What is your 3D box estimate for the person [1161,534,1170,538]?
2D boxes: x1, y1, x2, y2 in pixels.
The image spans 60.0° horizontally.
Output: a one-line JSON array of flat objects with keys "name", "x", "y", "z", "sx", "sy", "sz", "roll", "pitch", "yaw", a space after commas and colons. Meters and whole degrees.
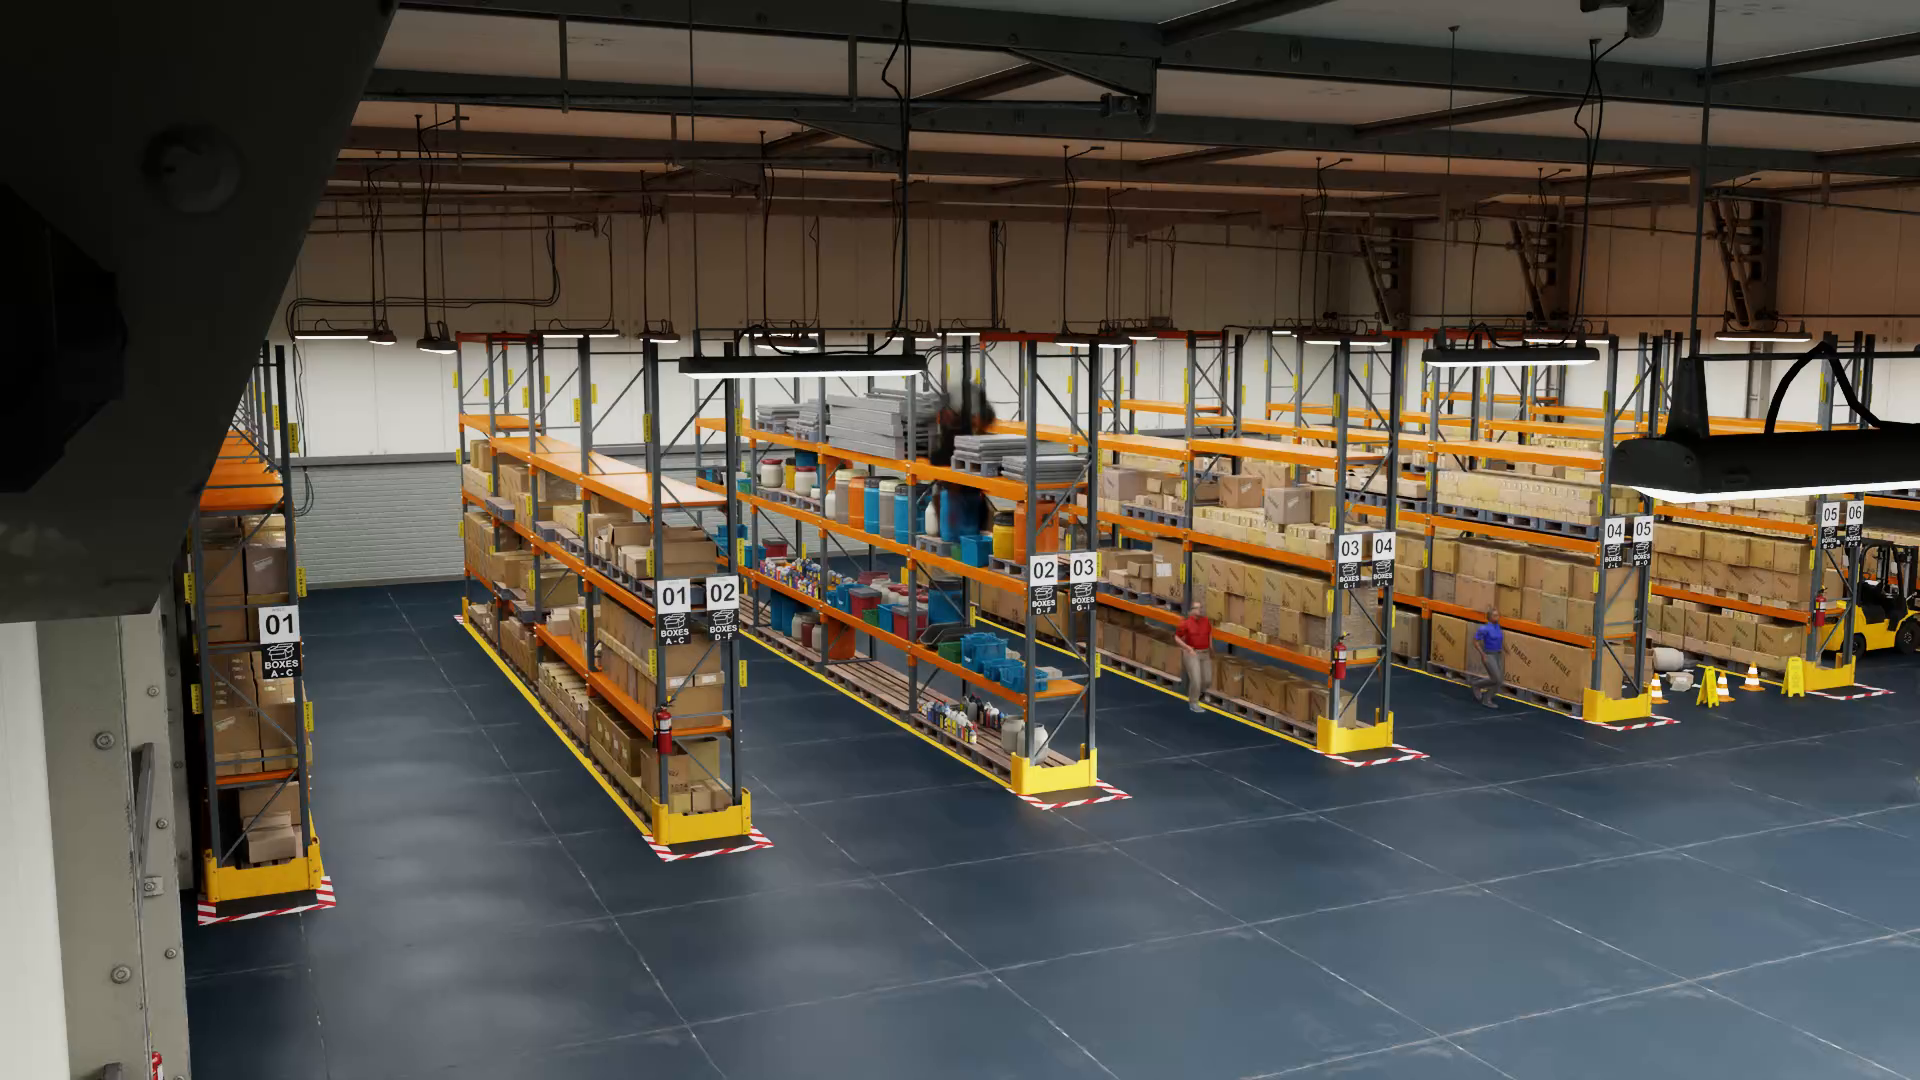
[{"name": "person", "x": 4.368, "y": 0.686, "z": 35.285, "sx": 0.668, "sy": 1.790, "sz": 0.997, "roll": -3, "pitch": 8, "yaw": -23}]

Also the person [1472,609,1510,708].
[{"name": "person", "x": 8.627, "y": 1.916, "z": 26.950, "sx": 0.574, "sy": 1.612, "sz": 0.558, "roll": -5, "pitch": 9, "yaw": -34}]

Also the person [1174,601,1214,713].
[{"name": "person", "x": 3.616, "y": 1.790, "z": 25.473, "sx": 0.661, "sy": 1.710, "sz": 0.577, "roll": -3, "pitch": 8, "yaw": -23}]
